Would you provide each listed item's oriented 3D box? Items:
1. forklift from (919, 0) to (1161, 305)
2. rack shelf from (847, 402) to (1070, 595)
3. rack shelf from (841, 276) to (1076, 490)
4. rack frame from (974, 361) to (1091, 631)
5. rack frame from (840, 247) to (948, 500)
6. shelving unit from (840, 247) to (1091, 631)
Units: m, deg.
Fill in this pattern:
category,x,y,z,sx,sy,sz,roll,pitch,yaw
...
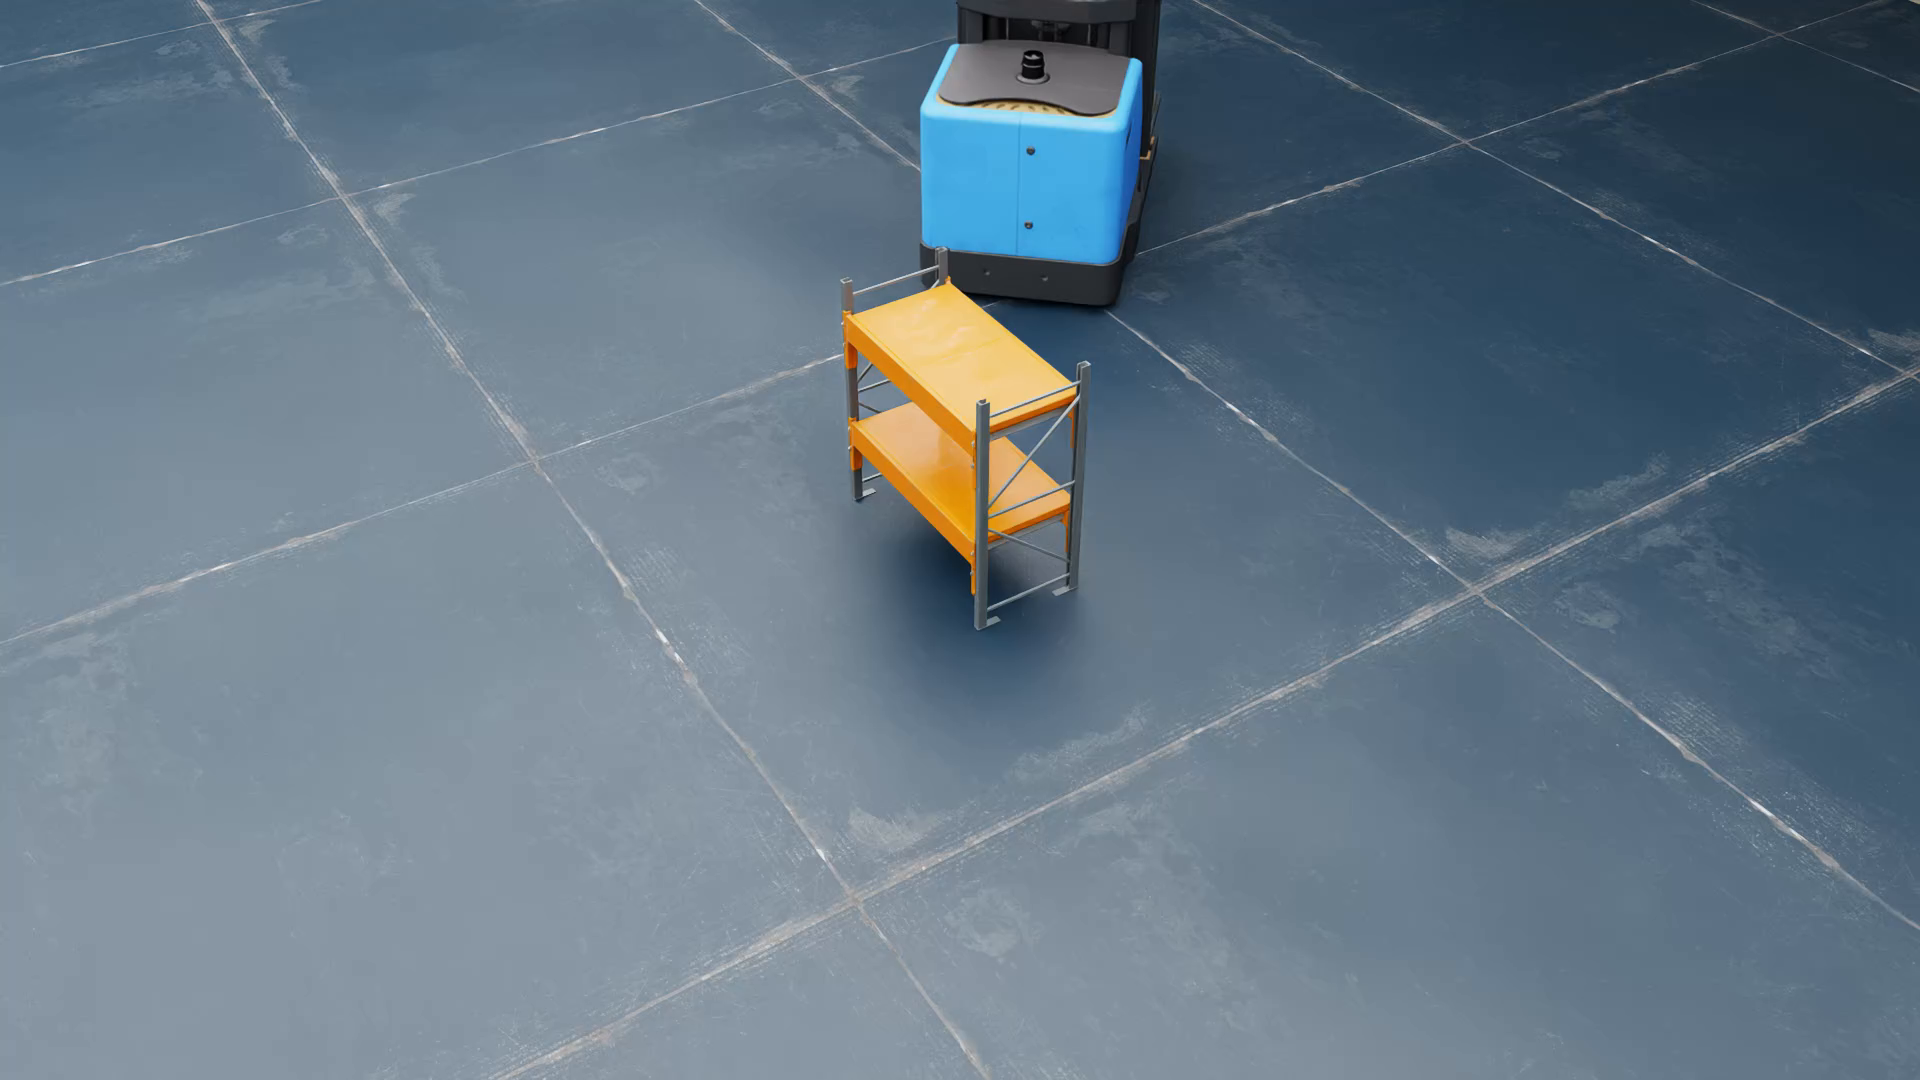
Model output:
category,x,y,z,sx,sy,sz,roll,pitch,yaw
forklift,0.576,-3.285,8.903,1.130,2.935,3.031,7,40,8
rack shelf,0.004,-0.241,7.042,0.538,0.278,1.000,-22,45,-24
rack shelf,0.004,-0.653,6.698,0.538,0.278,1.000,-22,45,-24
rack frame,0.277,-0.154,6.556,0.500,1.125,0.032,-22,45,-24
rack frame,-0.270,-0.703,7.215,0.500,1.125,0.032,-22,45,-24
shelving unit,0.004,-0.428,6.886,0.538,1.125,1.048,-22,45,-24
